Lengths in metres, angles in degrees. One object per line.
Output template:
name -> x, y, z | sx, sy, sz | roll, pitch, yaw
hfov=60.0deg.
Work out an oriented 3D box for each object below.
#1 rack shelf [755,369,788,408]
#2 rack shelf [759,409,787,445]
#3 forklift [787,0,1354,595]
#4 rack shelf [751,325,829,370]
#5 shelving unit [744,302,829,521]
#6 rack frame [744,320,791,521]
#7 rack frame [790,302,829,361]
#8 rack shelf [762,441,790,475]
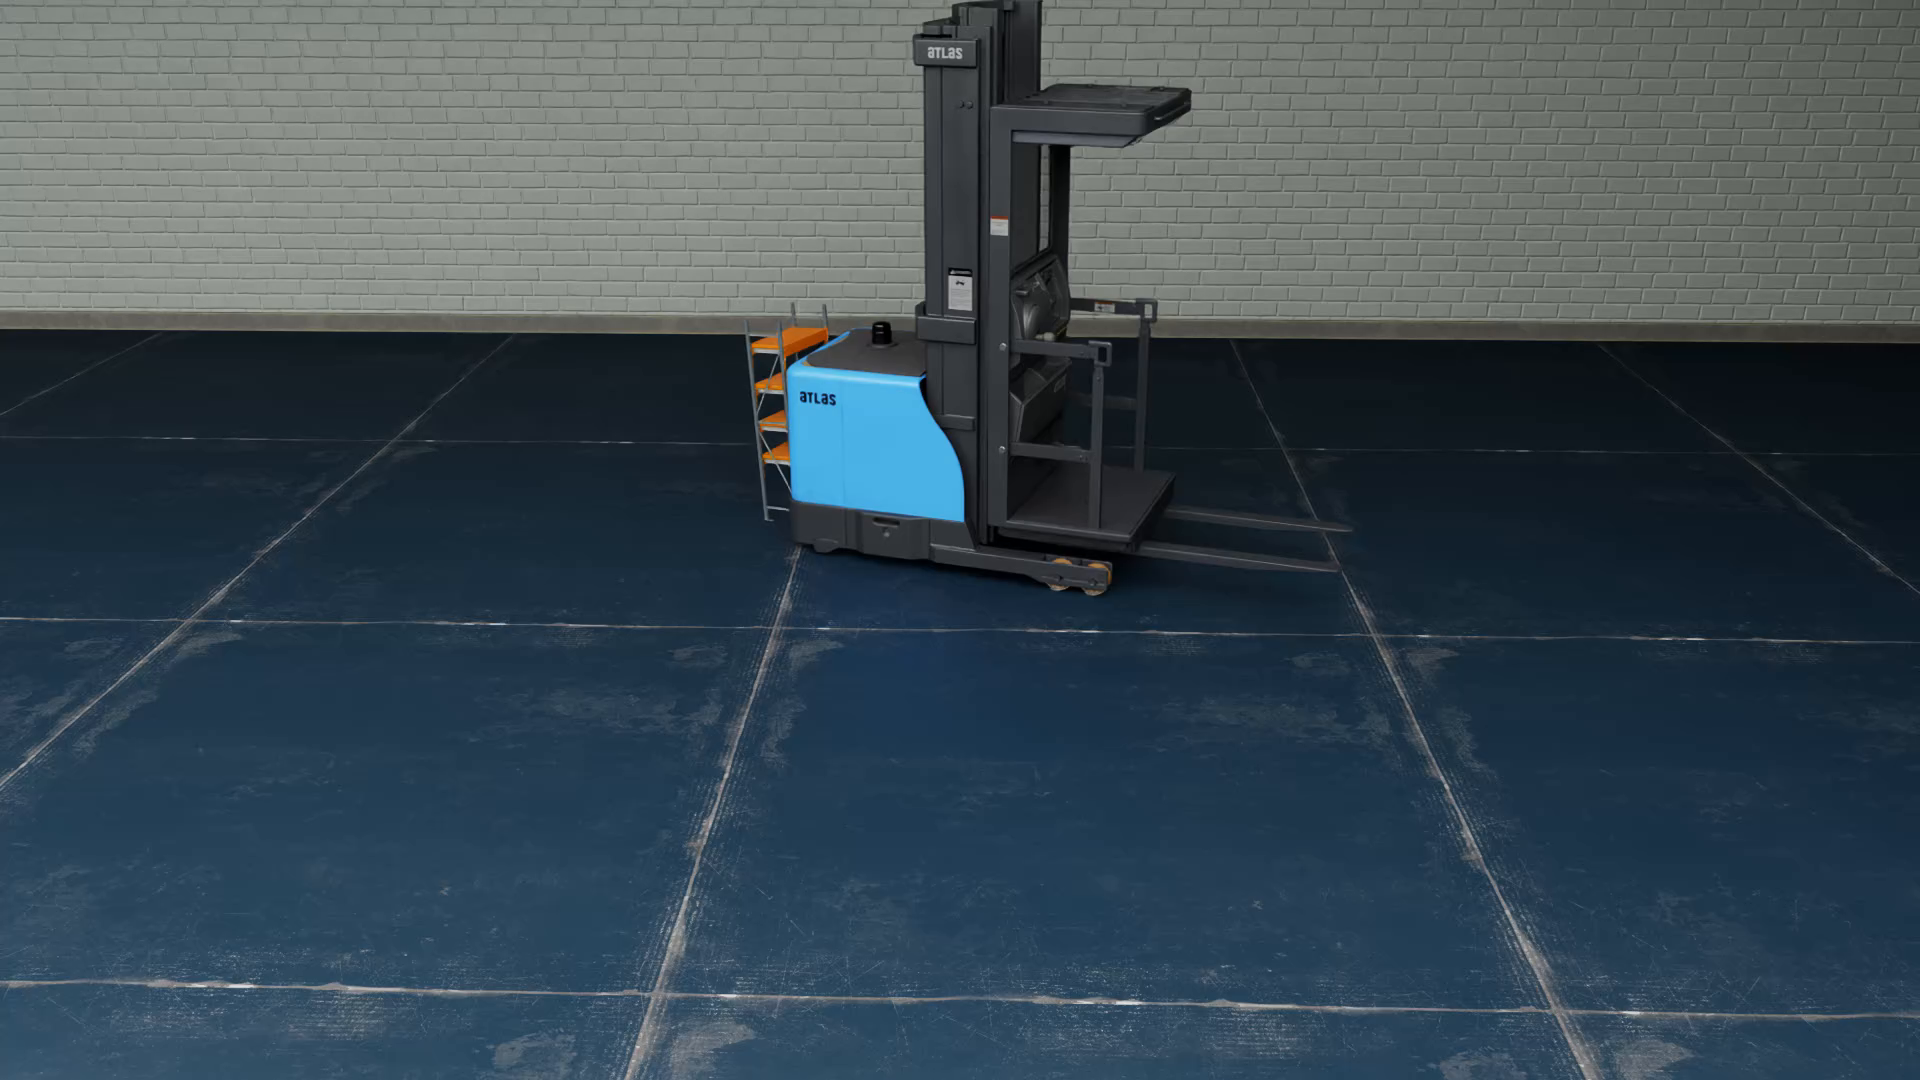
rack shelf -> -0.978, -0.896, 9.726 | 0.258, 0.148, 0.480 | 6, 22, 26
rack shelf -> -0.964, -0.686, 9.800 | 0.258, 0.148, 0.480 | 6, 22, 26
forklift -> 0.617, -1.293, 8.808 | 3.031, 2.935, 1.130 | 7, 22, 18
rack shelf -> -0.992, -1.119, 9.647 | 0.258, 0.148, 0.480 | 6, 22, 26
shelving unit -> -0.968, -0.749, 9.778 | 0.258, 1.200, 0.503 | 6, 22, 26
rack frame -> -1.078, -0.671, 9.575 | 0.240, 1.200, 0.015 | 6, 22, 26
rack frame -> -0.858, -0.828, 9.981 | 0.240, 1.200, 0.015 | 6, 22, 26
rack shelf -> -0.952, -0.499, 9.866 | 0.258, 0.148, 0.480 | 6, 22, 26
